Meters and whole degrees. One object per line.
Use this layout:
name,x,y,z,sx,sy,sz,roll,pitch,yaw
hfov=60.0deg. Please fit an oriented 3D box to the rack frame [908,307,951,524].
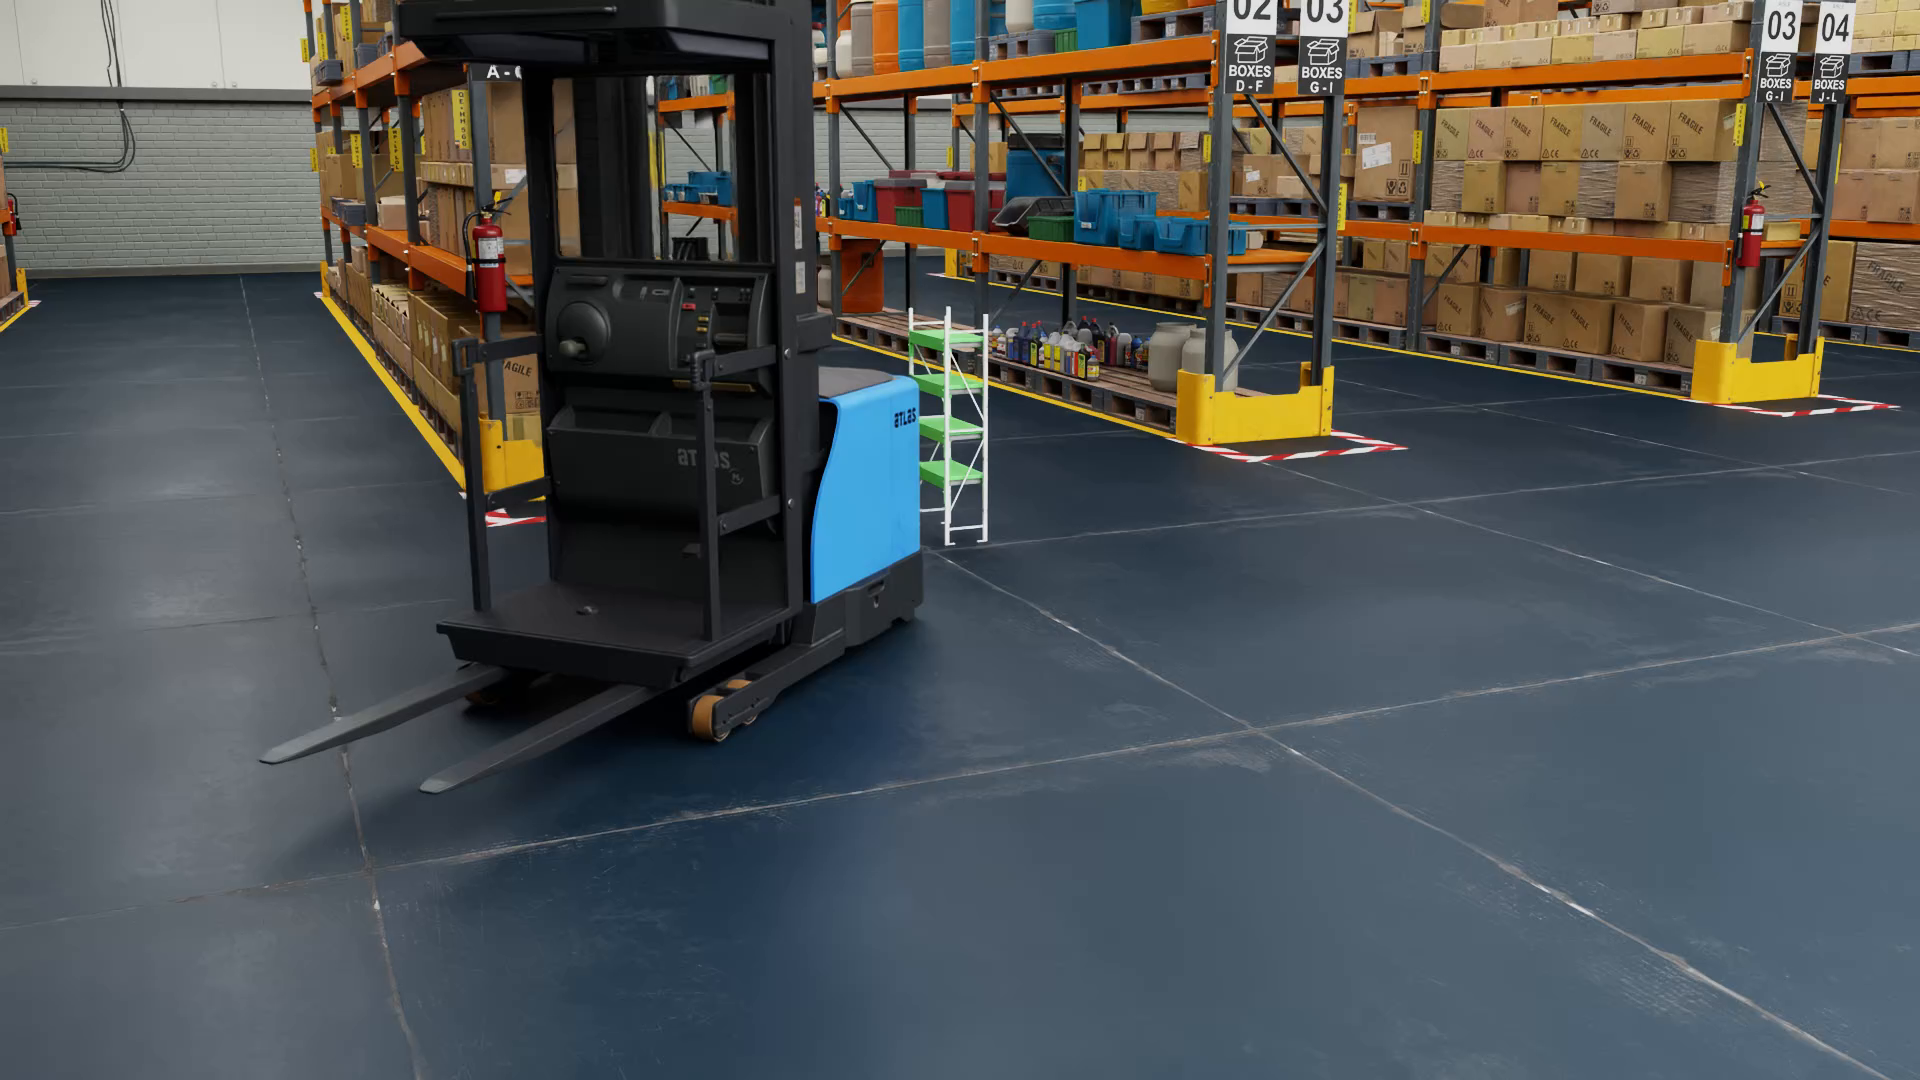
rack frame,-0.164,-0.669,9.100,0.240,1.200,0.015,-6,14,-23

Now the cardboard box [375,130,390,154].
cardboard box,-7.062,-4.894,20.925,0.500,0.500,0.500,-5,14,-21

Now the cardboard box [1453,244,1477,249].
cardboard box,7.409,-4.304,23.761,0.500,0.250,0.500,-5,14,-22

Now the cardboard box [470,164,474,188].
cardboard box,-2.860,-2.290,10.451,0.380,0.149,0.250,-6,14,-24

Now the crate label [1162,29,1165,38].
crate label,1.769,-4.009,13.215,0.502,0.251,0.408,-6,14,-23

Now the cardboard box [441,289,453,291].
cardboard box,-4.679,-2.250,15.863,0.500,0.311,0.500,-6,14,-23

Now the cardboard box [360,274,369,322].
cardboard box,-6.325,-2.685,18.386,0.500,0.500,0.500,-6,14,-25

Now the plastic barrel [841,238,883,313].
plastic barrel,-1.200,-3.103,19.506,0.600,0.830,0.708,-6,14,-23

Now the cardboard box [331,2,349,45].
cardboard box,-7.360,-6.330,20.476,0.700,0.500,0.500,-6,14,-23

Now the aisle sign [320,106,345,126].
aisle sign,-9.029,-6.316,23.743,0.394,0.787,0.004,-6,14,-23

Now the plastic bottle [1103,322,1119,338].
plastic bottle,1.342,-1.740,14.635,0.144,0.351,0.185,-6,14,-23

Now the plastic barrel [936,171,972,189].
plastic barrel,-0.035,-3.554,17.273,0.433,0.535,0.433,0,13,0

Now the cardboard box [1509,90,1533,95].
cardboard box,7.674,-6.336,22.718,0.500,0.500,0.500,-6,14,-23

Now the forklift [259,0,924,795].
forklift,-1.210,-0.830,5.957,1.130,2.935,3.031,6,14,23

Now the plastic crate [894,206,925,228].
plastic crate,-0.342,-3.261,16.776,0.450,0.188,0.662,-6,14,-23

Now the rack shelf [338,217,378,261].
rack shelf,-6.329,-3.472,18.815,1.077,0.370,4.000,-6,14,-23

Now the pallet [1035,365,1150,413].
pallet,1.337,-1.276,13.915,1.003,0.211,1.213,-6,14,-23

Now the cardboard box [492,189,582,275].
cardboard box,-2.499,-1.903,10.217,0.700,0.500,0.500,-6,14,-23

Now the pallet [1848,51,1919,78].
pallet,10.056,-5.152,18.023,1.003,0.211,1.213,-6,14,-23

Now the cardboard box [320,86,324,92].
cardboard box,-7.968,-5.907,21.421,0.500,0.250,0.500,-6,14,-23

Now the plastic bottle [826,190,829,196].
plastic bottle,-1.641,-4.314,21.134,0.152,0.276,0.135,-6,14,-23

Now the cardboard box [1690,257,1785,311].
cardboard box,9.406,-3.133,19.811,1.050,0.750,0.750,-6,14,-23

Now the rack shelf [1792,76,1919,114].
rack shelf,10.539,-4.602,17.043,1.077,0.370,4.000,-6,14,-23

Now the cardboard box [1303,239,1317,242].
cardboard box,5.874,-4.873,27.344,0.380,0.149,0.250,-5,14,-21

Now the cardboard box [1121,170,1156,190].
cardboard box,2.517,-4.747,22.508,0.500,0.500,0.500,-5,14,-22

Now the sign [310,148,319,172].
sign,-9.230,-5.435,23.780,0.100,0.325,0.005,-6,14,-23

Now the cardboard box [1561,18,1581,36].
cardboard box,5.691,-4.648,15.098,0.380,0.149,0.250,-5,14,-22

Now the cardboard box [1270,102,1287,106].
cardboard box,5.498,-7.334,27.585,0.500,0.250,0.500,-6,14,-23

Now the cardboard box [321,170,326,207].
cardboard box,-8.585,-4.889,23.121,0.500,0.500,0.500,-6,14,-24

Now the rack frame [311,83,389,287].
rack frame,-8.733,-5.062,24.090,1.000,3.000,0.127,-6,14,-23

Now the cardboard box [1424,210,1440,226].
cardboard box,4.963,-3.283,16.959,0.380,0.149,0.250,-6,14,-23

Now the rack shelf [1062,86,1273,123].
rack shelf,2.749,-5.827,22.339,1.077,0.370,4.000,-6,14,-23

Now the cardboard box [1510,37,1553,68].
cardboard box,5.504,-4.537,15.499,0.500,0.250,0.500,-6,14,-25

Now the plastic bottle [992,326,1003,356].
plastic bottle,0.340,-1.809,15.110,0.097,0.271,0.097,0,13,0

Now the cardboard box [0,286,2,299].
cardboard box,-12.496,-3.258,20.906,0.700,0.500,0.500,-6,14,-25

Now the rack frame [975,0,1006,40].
rack frame,0.614,-5.952,14.631,1.000,3.000,0.127,-6,14,-23

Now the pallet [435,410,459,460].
pallet,-3.153,-0.804,11.875,1.003,0.211,1.213,-6,14,-23

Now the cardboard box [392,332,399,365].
cardboard box,-4.764,-1.718,14.806,0.500,0.250,0.500,-5,14,-22

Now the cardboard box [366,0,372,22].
cardboard box,-5.902,-5.603,17.333,0.500,0.500,0.500,-6,14,-23

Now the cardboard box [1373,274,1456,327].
cardboard box,4.926,-2.602,18.029,0.700,0.500,0.500,-7,15,-27

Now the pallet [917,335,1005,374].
pallet,0.264,-1.830,16.308,1.003,0.211,1.213,-6,14,-23

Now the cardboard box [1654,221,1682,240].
cardboard box,6.204,-2.667,14.298,0.380,0.149,0.250,-6,14,-23

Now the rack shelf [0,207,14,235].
rack shelf,-12.469,-3.850,20.449,1.077,0.370,4.000,-6,14,-23

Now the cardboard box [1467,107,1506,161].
cardboard box,5.301,-3.939,16.136,0.500,0.500,0.500,-6,14,-23

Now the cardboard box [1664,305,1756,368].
cardboard box,6.520,-1.768,14.468,0.500,0.500,0.500,-3,13,-13

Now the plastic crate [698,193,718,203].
plastic crate,-3.564,-4.916,23.909,0.293,0.136,0.466,-6,14,-23

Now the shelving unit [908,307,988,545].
shelving unit,-0.066,-0.619,8.882,0.258,1.200,0.503,-6,14,-23

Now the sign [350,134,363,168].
sign,-6.022,-3.884,16.607,0.100,0.325,0.005,-6,14,-23

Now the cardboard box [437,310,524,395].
cardboard box,-3.225,-1.276,11.235,0.500,0.500,0.500,-6,14,-23

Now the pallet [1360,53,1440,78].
pallet,5.003,-4.984,17.516,1.213,0.211,1.003,-6,14,-23

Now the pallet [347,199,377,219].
pallet,-6.312,-3.717,18.704,1.003,0.211,1.213,-6,14,-23

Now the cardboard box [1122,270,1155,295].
cardboard box,2.943,-3.802,22.426,1.225,0.875,0.875,-6,14,-23

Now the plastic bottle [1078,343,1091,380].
plastic bottle,1.015,-1.456,13.559,0.061,0.283,0.133,-5,14,-22
